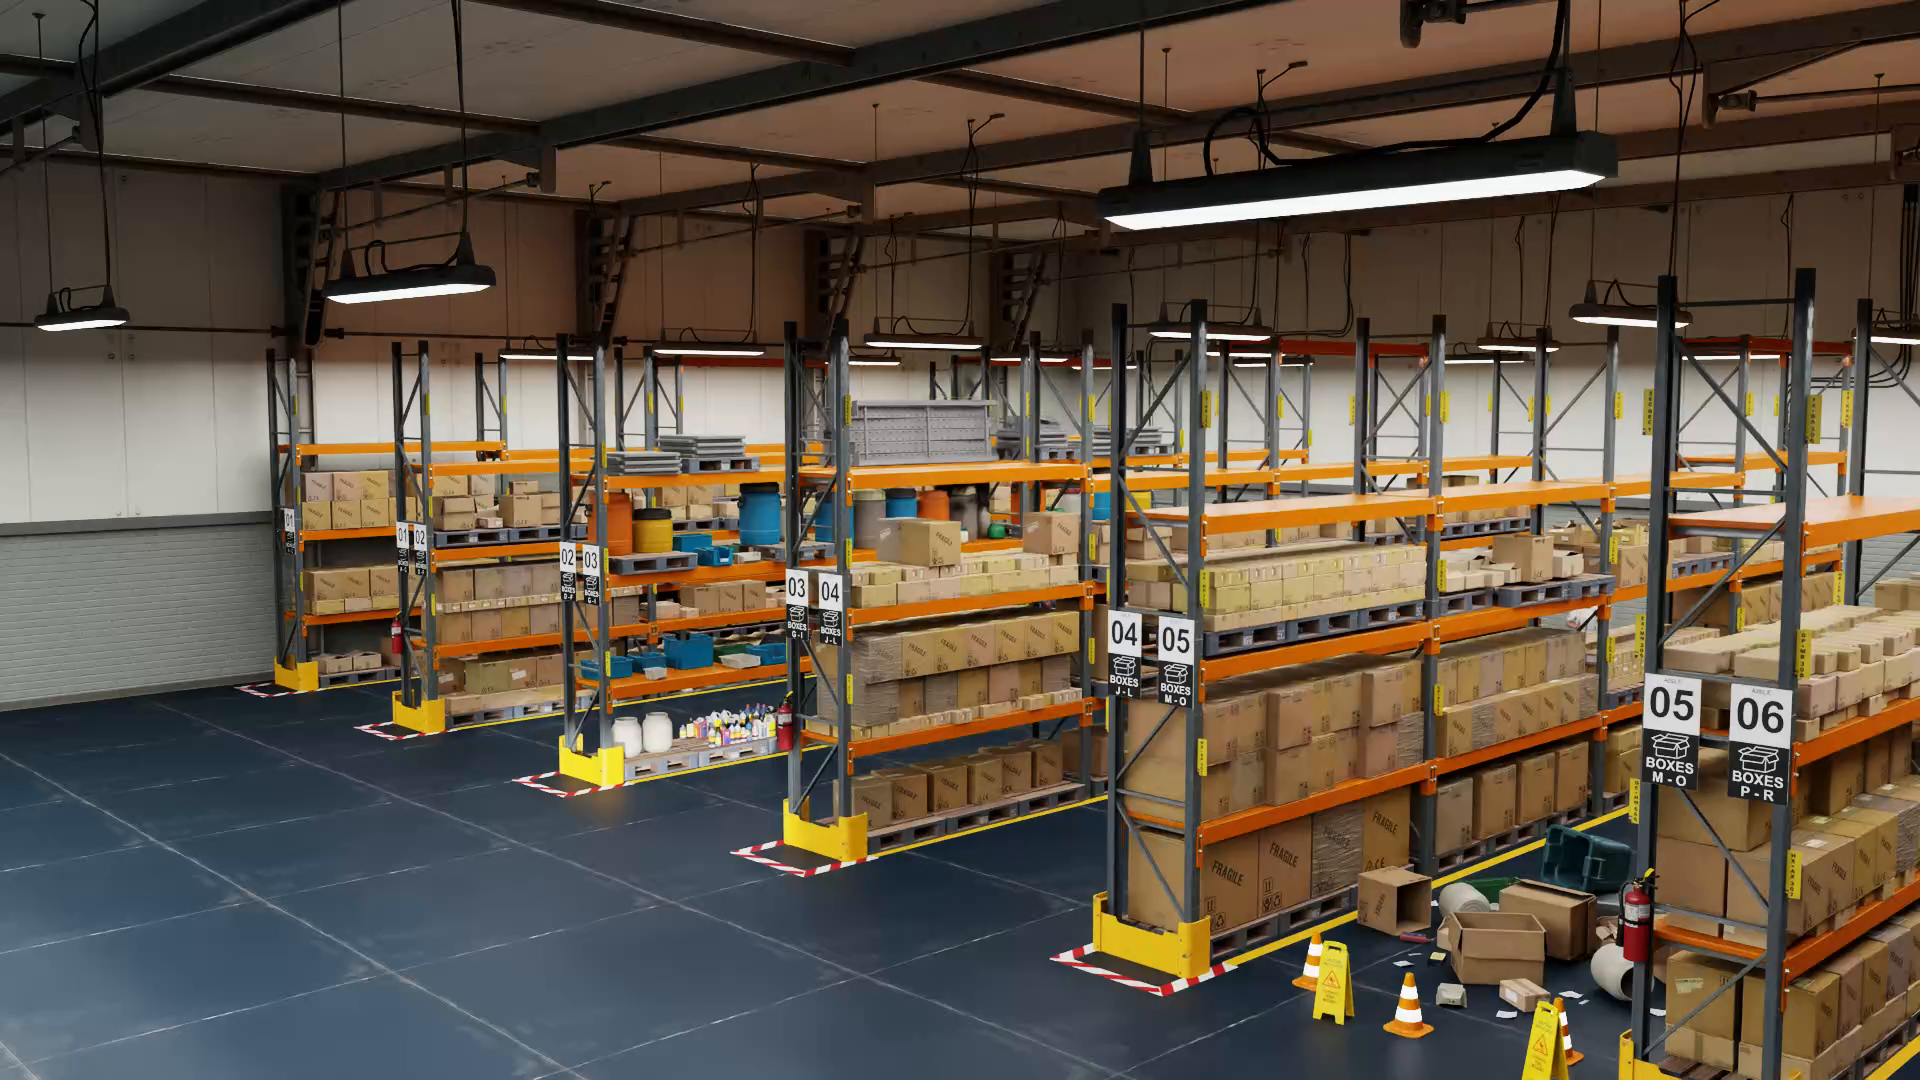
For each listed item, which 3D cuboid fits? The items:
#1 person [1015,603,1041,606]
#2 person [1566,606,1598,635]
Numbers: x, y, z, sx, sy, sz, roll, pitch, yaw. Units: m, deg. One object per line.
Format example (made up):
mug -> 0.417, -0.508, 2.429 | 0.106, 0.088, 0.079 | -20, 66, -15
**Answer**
person -> 1.217, 1.580, 30.961 | 0.669, 1.651, 0.858 | 4, 7, 41
person -> 10.906, 1.757, 28.958 | 0.674, 1.810, 0.944 | 3, 6, 27
